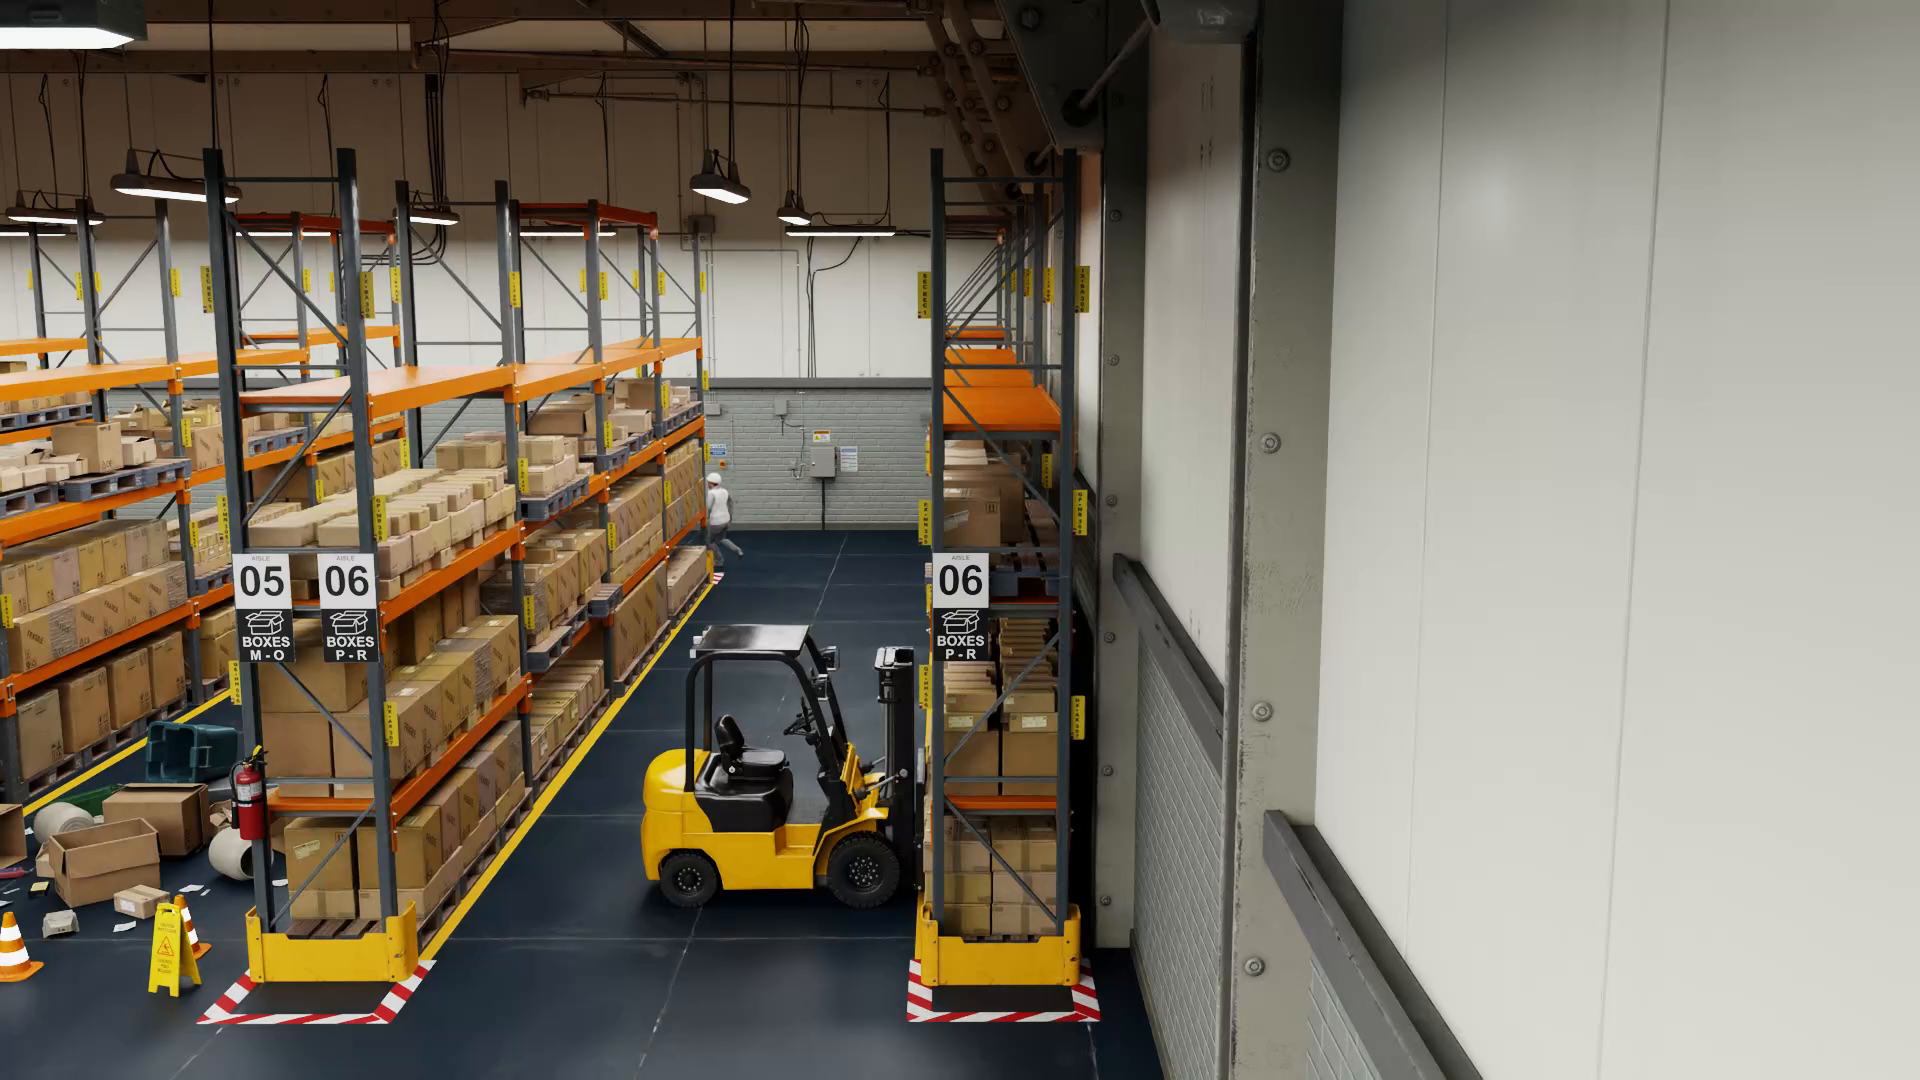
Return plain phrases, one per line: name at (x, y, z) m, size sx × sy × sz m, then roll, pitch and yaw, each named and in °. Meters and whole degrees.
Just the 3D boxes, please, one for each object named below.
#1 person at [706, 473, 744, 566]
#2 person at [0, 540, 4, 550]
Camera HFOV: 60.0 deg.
person at (-4.233, -0.348, 29.243) m, size 0.660 × 1.702 × 0.809 m, roll 4°, pitch 10°, yaw 24°
person at (-12.728, 0.768, 22.085) m, size 0.676 × 1.824 × 0.791 m, roll 0°, pitch 9°, yaw -2°
